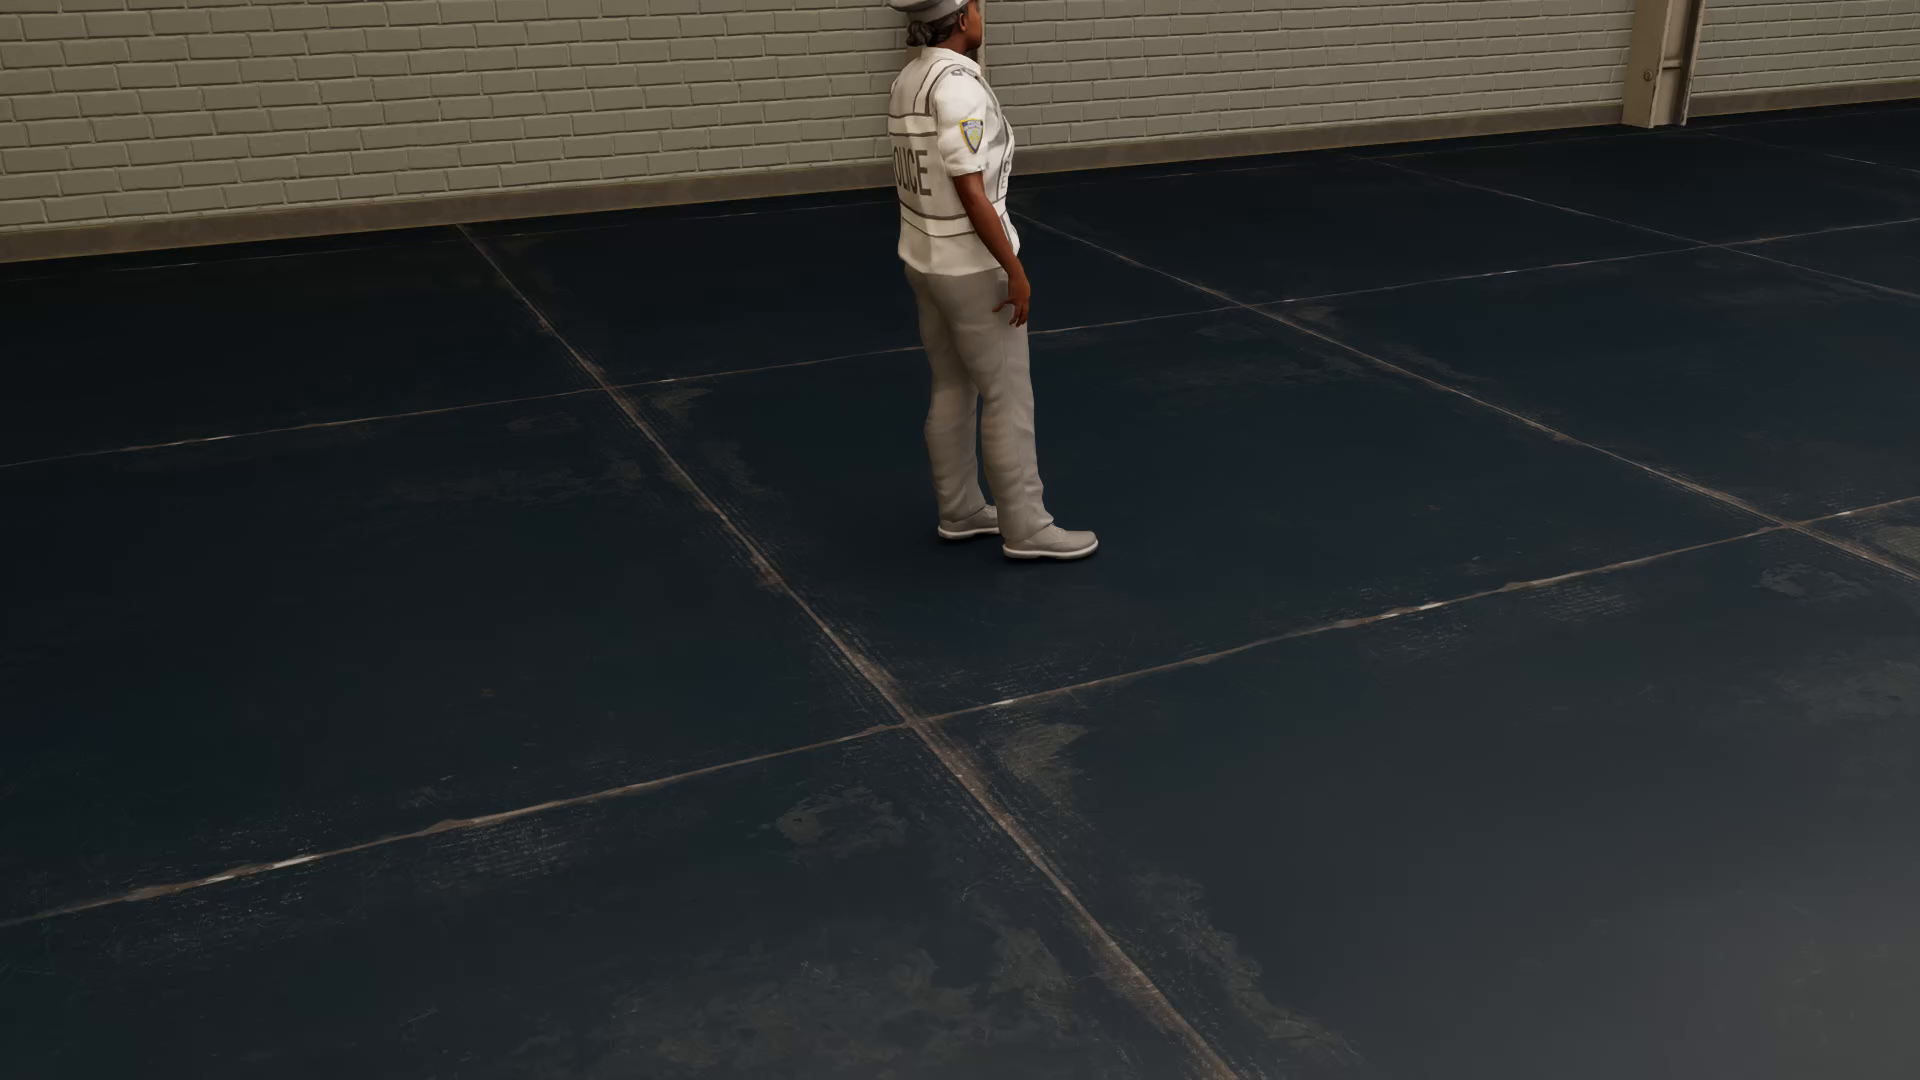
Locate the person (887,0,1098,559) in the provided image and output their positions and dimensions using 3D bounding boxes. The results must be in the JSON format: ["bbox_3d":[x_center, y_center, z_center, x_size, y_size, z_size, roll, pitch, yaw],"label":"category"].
[{"bbox_3d":[0.076,-0.794,4.791,0.530,1.694,0.569,-10,25,-23],"label":"person"}]
